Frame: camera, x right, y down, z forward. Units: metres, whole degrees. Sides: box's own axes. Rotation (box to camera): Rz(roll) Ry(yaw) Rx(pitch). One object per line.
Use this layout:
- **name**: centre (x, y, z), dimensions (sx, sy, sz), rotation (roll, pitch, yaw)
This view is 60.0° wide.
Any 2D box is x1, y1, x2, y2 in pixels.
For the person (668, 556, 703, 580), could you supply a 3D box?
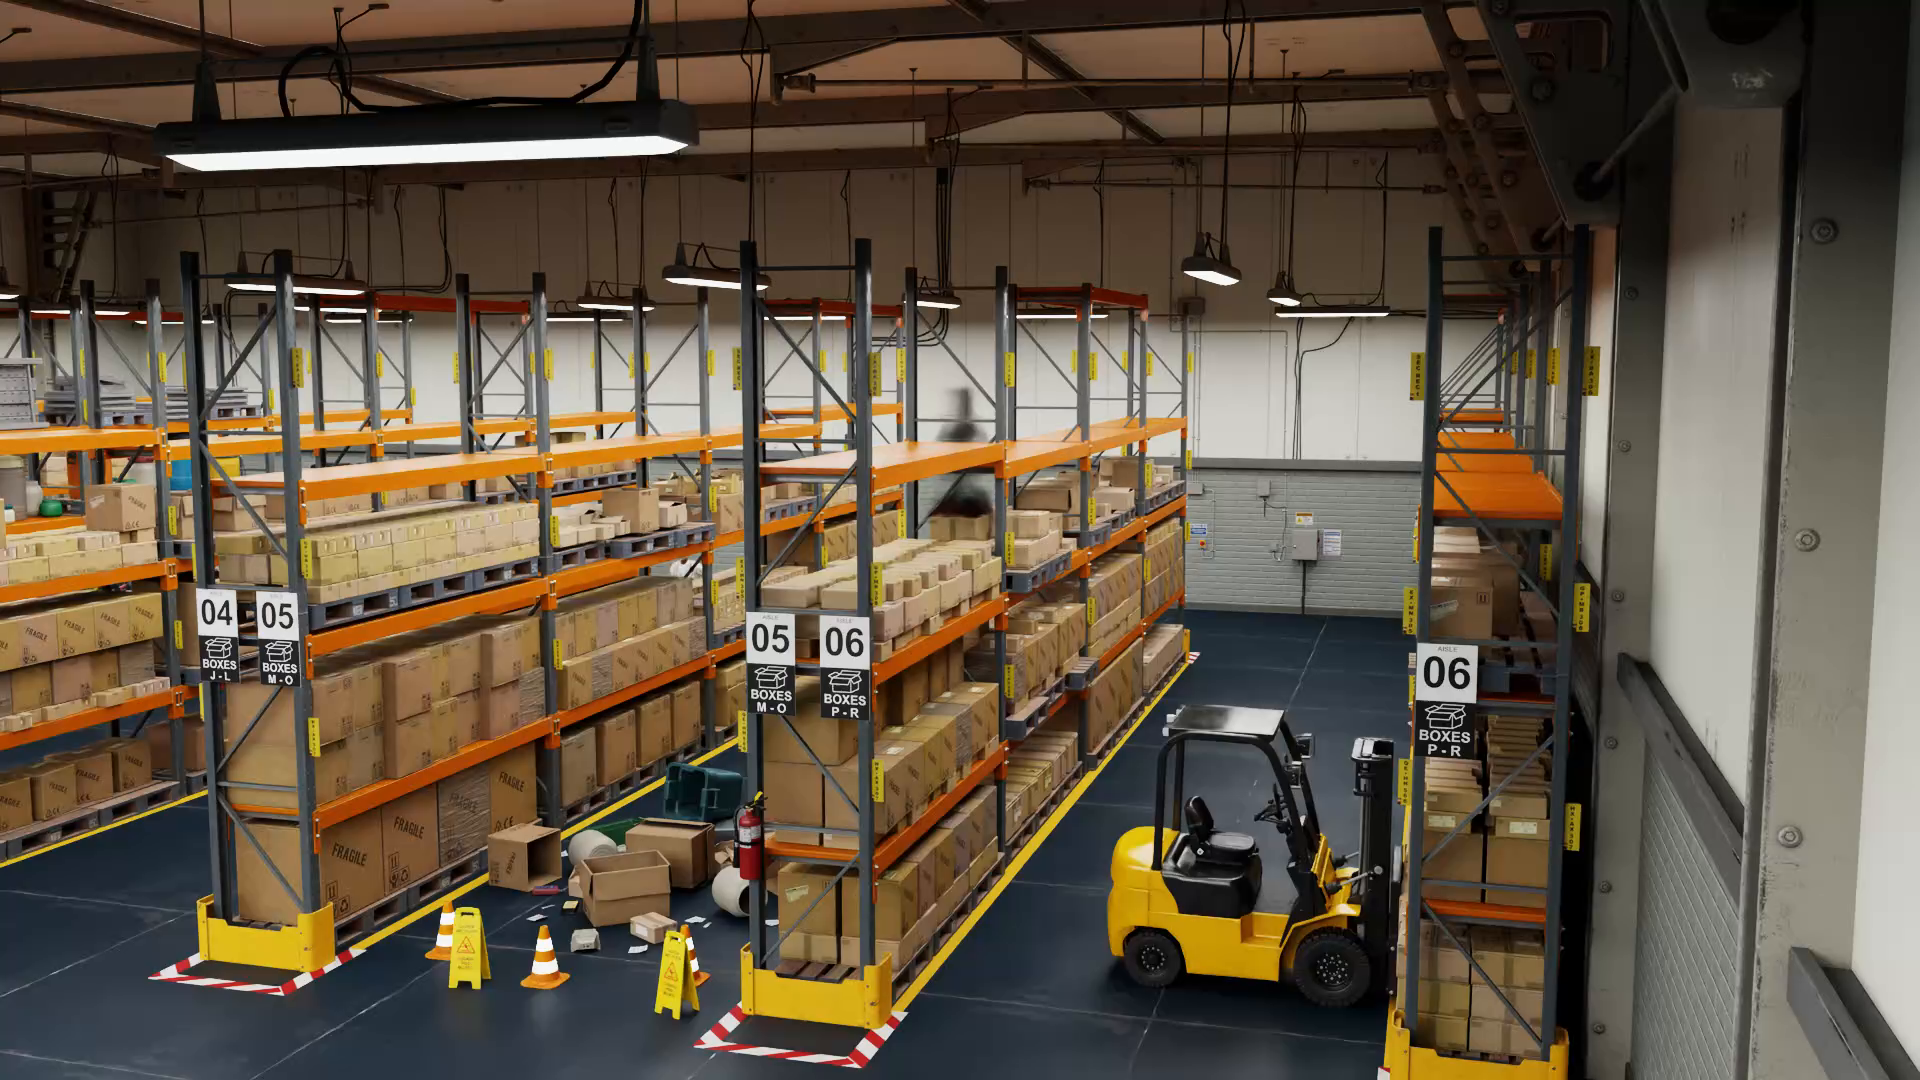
- **person**: centre (-4.909, 1.000, 29.679), dimensions (0.654, 1.817, 0.619), rotation (1, 6, 6)
